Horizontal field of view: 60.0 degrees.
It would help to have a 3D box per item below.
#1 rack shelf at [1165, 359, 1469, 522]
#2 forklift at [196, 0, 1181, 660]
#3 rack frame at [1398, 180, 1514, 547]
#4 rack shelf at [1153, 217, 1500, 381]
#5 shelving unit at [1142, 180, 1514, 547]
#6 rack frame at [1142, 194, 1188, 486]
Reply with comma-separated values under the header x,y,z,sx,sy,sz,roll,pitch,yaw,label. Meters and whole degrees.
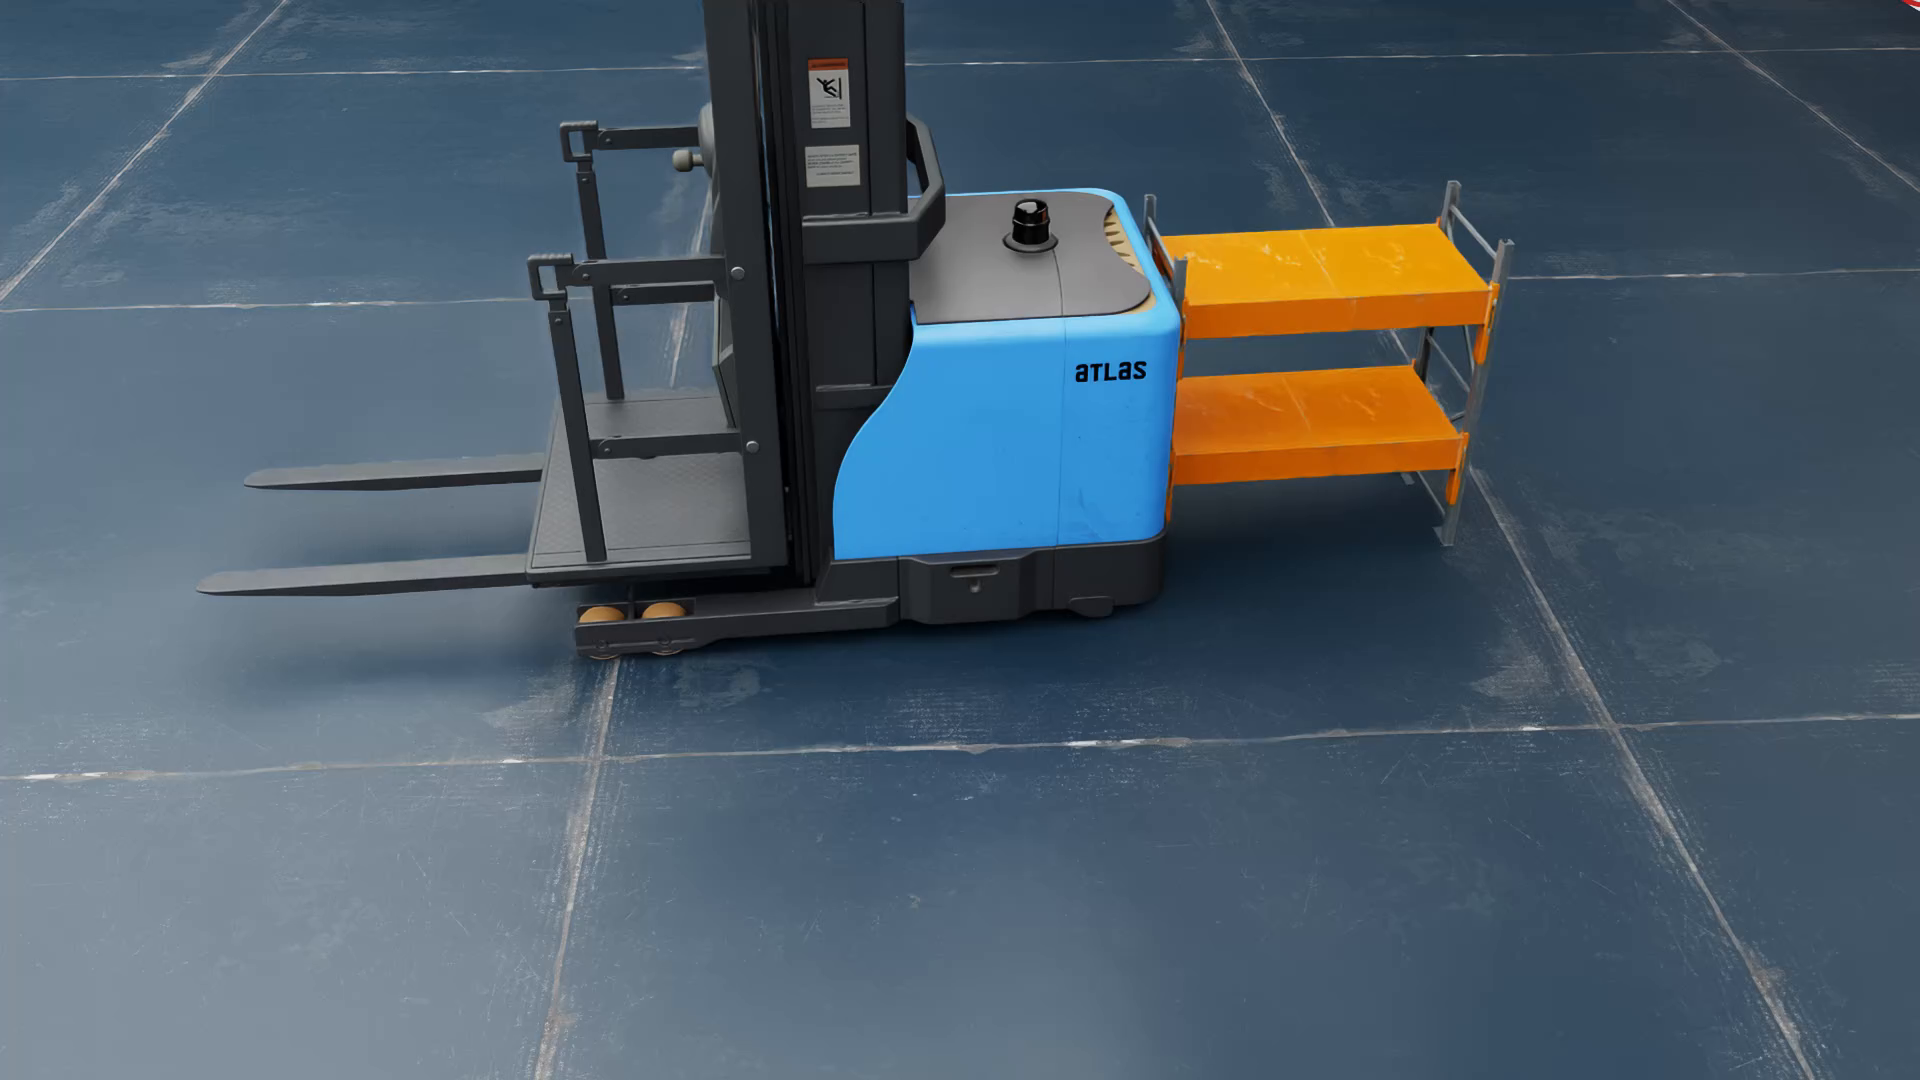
x,y,z,sx,sy,sz,roll,pitch,yaw,label
1.146,-0.349,5.695,1.000,0.278,0.538,-4,35,-5,rack shelf
-0.892,-1.149,4.835,3.031,2.935,1.130,-4,35,-5,forklift
1.652,-0.582,5.602,0.032,1.125,0.500,-4,35,-5,rack frame
1.146,-0.790,5.389,1.000,0.278,0.538,-4,35,-5,rack shelf
1.146,-0.550,5.556,1.048,1.125,0.538,-4,35,-5,shelving unit
0.641,-0.518,5.510,0.032,1.125,0.500,-4,35,-5,rack frame
